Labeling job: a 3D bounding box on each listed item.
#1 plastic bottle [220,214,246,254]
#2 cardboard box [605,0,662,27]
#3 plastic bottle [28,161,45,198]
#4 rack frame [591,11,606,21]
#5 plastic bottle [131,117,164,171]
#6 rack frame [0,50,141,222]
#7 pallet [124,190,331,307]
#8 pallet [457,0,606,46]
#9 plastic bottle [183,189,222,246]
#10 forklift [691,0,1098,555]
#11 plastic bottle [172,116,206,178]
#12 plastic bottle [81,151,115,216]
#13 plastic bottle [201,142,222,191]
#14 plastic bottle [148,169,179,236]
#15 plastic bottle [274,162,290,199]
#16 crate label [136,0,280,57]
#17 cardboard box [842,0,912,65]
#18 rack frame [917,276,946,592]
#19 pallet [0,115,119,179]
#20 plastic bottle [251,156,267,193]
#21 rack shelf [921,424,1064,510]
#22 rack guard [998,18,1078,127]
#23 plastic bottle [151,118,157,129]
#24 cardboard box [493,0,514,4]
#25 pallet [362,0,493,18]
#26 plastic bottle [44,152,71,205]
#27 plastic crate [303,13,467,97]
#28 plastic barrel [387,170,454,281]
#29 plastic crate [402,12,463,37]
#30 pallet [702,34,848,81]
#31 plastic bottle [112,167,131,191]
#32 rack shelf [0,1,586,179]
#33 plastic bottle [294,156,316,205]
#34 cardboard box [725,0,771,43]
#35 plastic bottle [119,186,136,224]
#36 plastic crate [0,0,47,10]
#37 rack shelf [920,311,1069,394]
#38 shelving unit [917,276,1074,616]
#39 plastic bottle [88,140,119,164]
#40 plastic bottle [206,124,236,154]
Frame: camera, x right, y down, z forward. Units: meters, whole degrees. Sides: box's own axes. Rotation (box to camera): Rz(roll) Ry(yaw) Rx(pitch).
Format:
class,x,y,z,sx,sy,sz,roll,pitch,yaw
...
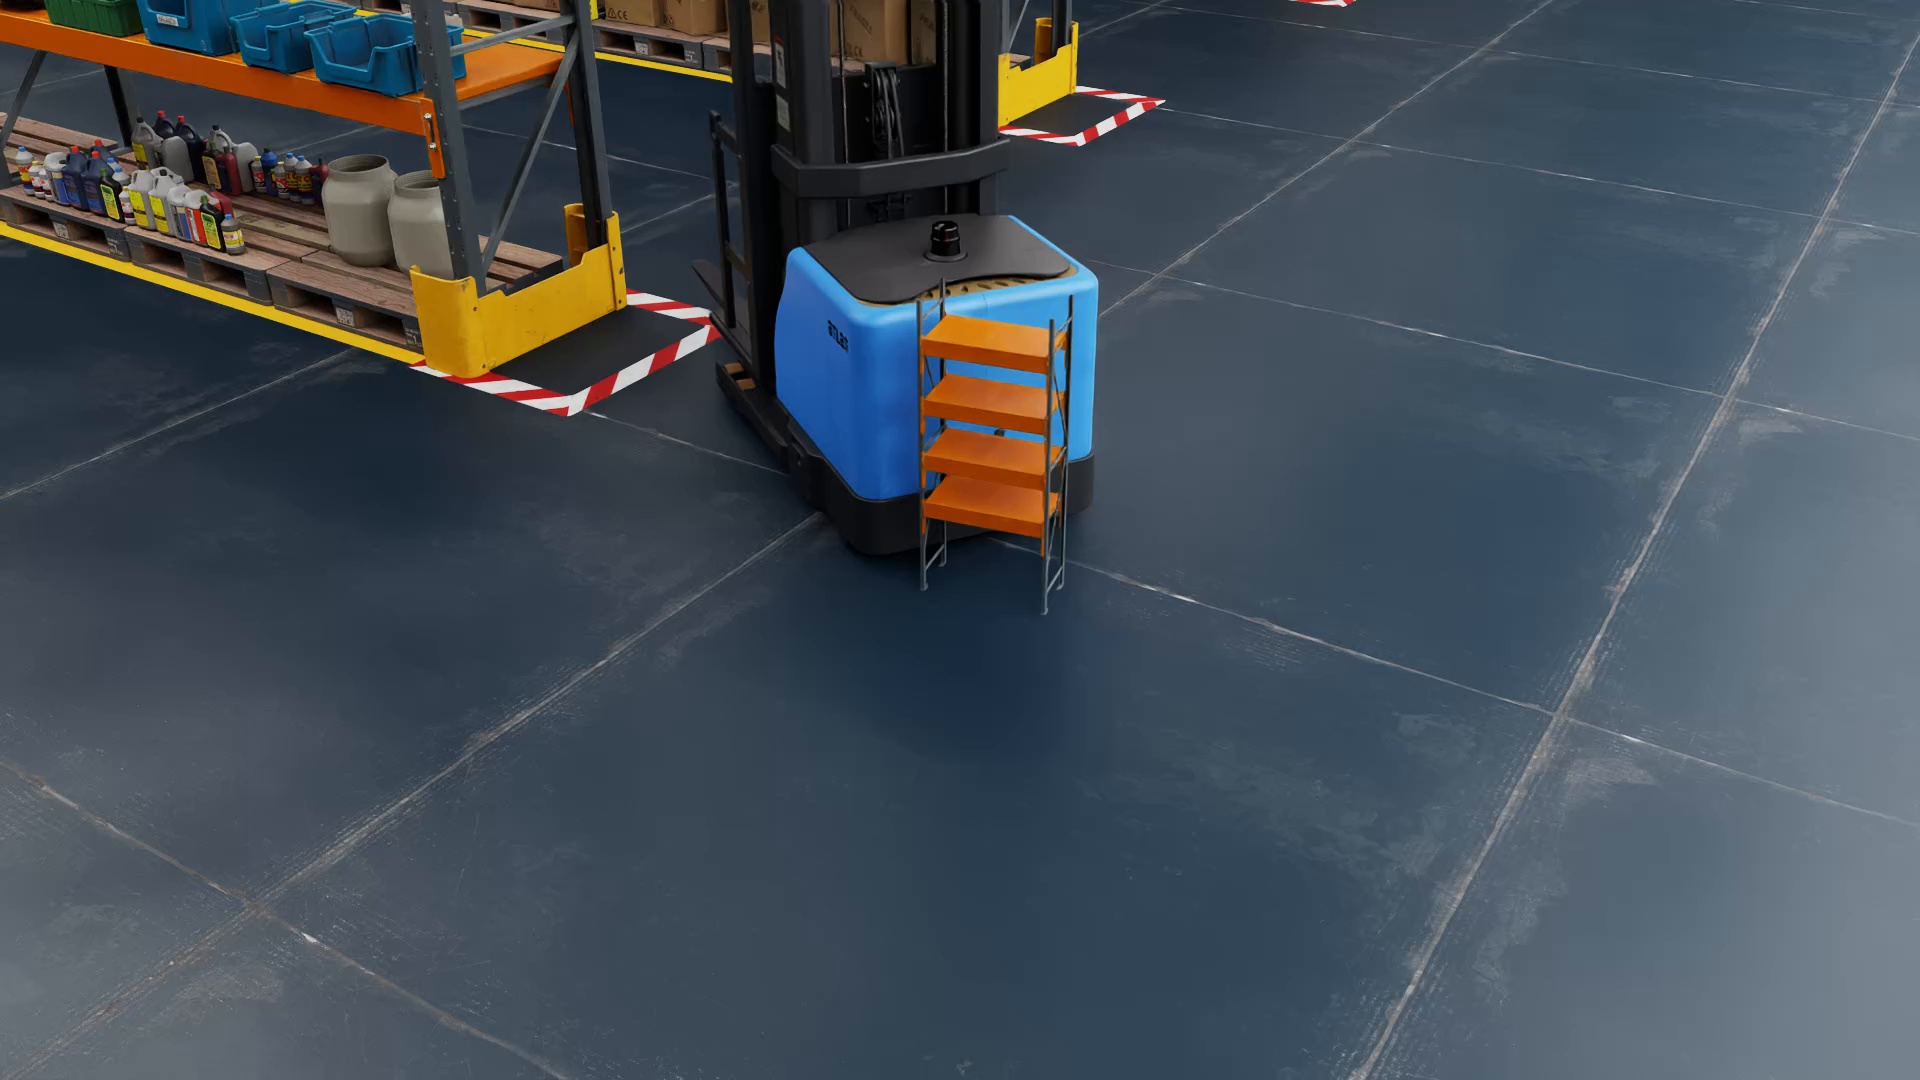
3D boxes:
class,x,y,z,sx,sy,sz,roll,pitch,yaw
plastic bottle,-3.913,-1.650,8.942,0.097,0.201,0.097,0,30,0
cardboard box,-2.562,-4.527,13.596,0.500,0.500,0.500,16,34,26
plastic bottle,-5.390,-2.117,9.742,0.097,0.201,0.097,0,30,0
rack frame,-2.880,-5.549,13.285,0.127,3.000,1.000,18,35,27
plastic bottle,-4.891,-2.370,10.028,0.185,0.351,0.144,18,35,27
rack frame,-5.513,-3.435,9.661,0.127,3.000,1.000,18,35,27
pallet,-3.929,-1.707,9.466,1.213,0.211,1.003,18,35,27
pallet,-3.540,-4.553,14.344,1.213,0.211,1.003,18,35,27
plastic bottle,-4.112,-1.761,9.059,0.135,0.276,0.152,18,35,28
forklift,-0.508,-1.931,7.152,1.130,2.935,3.031,-13,33,-20
plastic bottle,-4.652,-2.380,10.045,0.185,0.351,0.144,16,34,25
plastic bottle,-4.890,-2.037,9.457,0.185,0.351,0.144,16,34,25
plastic bottle,-4.411,-2.214,9.827,0.133,0.283,0.061,18,35,27
plastic bottle,-4.372,-1.873,9.177,0.185,0.351,0.144,19,35,29
plastic bottle,-3.954,-2.109,9.728,0.097,0.201,0.097,0,30,0
crate label,-3.828,-2.756,8.463,0.616,0.435,0.502,18,35,27
cardboard box,-0.536,-3.899,12.521,0.500,0.500,0.500,-25,38,-36
rack frame,-0.103,-0.375,6.203,0.015,1.200,0.240,11,32,18
pallet,-6.199,-2.424,10.696,1.213,0.211,1.003,18,35,27
plastic bottle,-4.128,-2.164,9.823,0.097,0.201,0.097,0,30,0
rack shelf,0.125,-0.274,6.163,0.480,0.148,0.258,11,32,18
rack guard,0.444,-3.418,12.113,0.348,0.500,1.175,18,35,27
plastic bottle,-4.930,-2.464,10.256,0.133,0.283,0.061,19,35,30
cardboard box,-3.782,-4.969,14.334,0.500,0.500,0.700,17,34,27
pallet,-4.577,-4.879,14.904,1.213,0.211,1.003,18,35,27
plastic bottle,-5.188,-2.101,9.641,0.135,0.276,0.152,19,35,29
plastic crate,-2.708,-2.306,7.873,0.616,0.251,0.499,18,35,27
plastic barrel,-2.723,-1.614,8.592,0.421,0.512,0.421,0,30,0
plastic crate,-2.712,-2.627,8.537,0.250,0.136,0.298,18,35,27
pallet,-1.255,-3.853,13.146,1.213,0.211,1.003,18,35,27
plastic bottle,-4.745,-1.979,9.437,0.097,0.271,0.097,0,30,0
rack shelf,-3.819,-2.589,8.924,4.000,0.370,1.077,18,35,27
plastic bottle,-3.785,-2.086,9.619,0.097,0.271,0.097,0,30,0
cardboard box,-1.505,-4.244,13.111,0.500,0.500,0.500,14,33,23
plastic bottle,-4.663,-1.887,9.348,0.097,0.201,0.097,0,30,0
plastic crate,-5.137,-3.214,9.344,0.504,0.338,0.767,18,35,27
rack shelf,0.125,-0.672,5.931,0.480,0.148,0.258,11,32,18
shelving unit,0.125,-0.332,6.129,0.503,1.200,0.258,11,32,18
plastic bottle,-4.973,-2.149,9.649,0.185,0.351,0.144,18,35,27
plastic bottle,-4.378,-2.294,9.897,0.185,0.351,0.144,17,34,27
